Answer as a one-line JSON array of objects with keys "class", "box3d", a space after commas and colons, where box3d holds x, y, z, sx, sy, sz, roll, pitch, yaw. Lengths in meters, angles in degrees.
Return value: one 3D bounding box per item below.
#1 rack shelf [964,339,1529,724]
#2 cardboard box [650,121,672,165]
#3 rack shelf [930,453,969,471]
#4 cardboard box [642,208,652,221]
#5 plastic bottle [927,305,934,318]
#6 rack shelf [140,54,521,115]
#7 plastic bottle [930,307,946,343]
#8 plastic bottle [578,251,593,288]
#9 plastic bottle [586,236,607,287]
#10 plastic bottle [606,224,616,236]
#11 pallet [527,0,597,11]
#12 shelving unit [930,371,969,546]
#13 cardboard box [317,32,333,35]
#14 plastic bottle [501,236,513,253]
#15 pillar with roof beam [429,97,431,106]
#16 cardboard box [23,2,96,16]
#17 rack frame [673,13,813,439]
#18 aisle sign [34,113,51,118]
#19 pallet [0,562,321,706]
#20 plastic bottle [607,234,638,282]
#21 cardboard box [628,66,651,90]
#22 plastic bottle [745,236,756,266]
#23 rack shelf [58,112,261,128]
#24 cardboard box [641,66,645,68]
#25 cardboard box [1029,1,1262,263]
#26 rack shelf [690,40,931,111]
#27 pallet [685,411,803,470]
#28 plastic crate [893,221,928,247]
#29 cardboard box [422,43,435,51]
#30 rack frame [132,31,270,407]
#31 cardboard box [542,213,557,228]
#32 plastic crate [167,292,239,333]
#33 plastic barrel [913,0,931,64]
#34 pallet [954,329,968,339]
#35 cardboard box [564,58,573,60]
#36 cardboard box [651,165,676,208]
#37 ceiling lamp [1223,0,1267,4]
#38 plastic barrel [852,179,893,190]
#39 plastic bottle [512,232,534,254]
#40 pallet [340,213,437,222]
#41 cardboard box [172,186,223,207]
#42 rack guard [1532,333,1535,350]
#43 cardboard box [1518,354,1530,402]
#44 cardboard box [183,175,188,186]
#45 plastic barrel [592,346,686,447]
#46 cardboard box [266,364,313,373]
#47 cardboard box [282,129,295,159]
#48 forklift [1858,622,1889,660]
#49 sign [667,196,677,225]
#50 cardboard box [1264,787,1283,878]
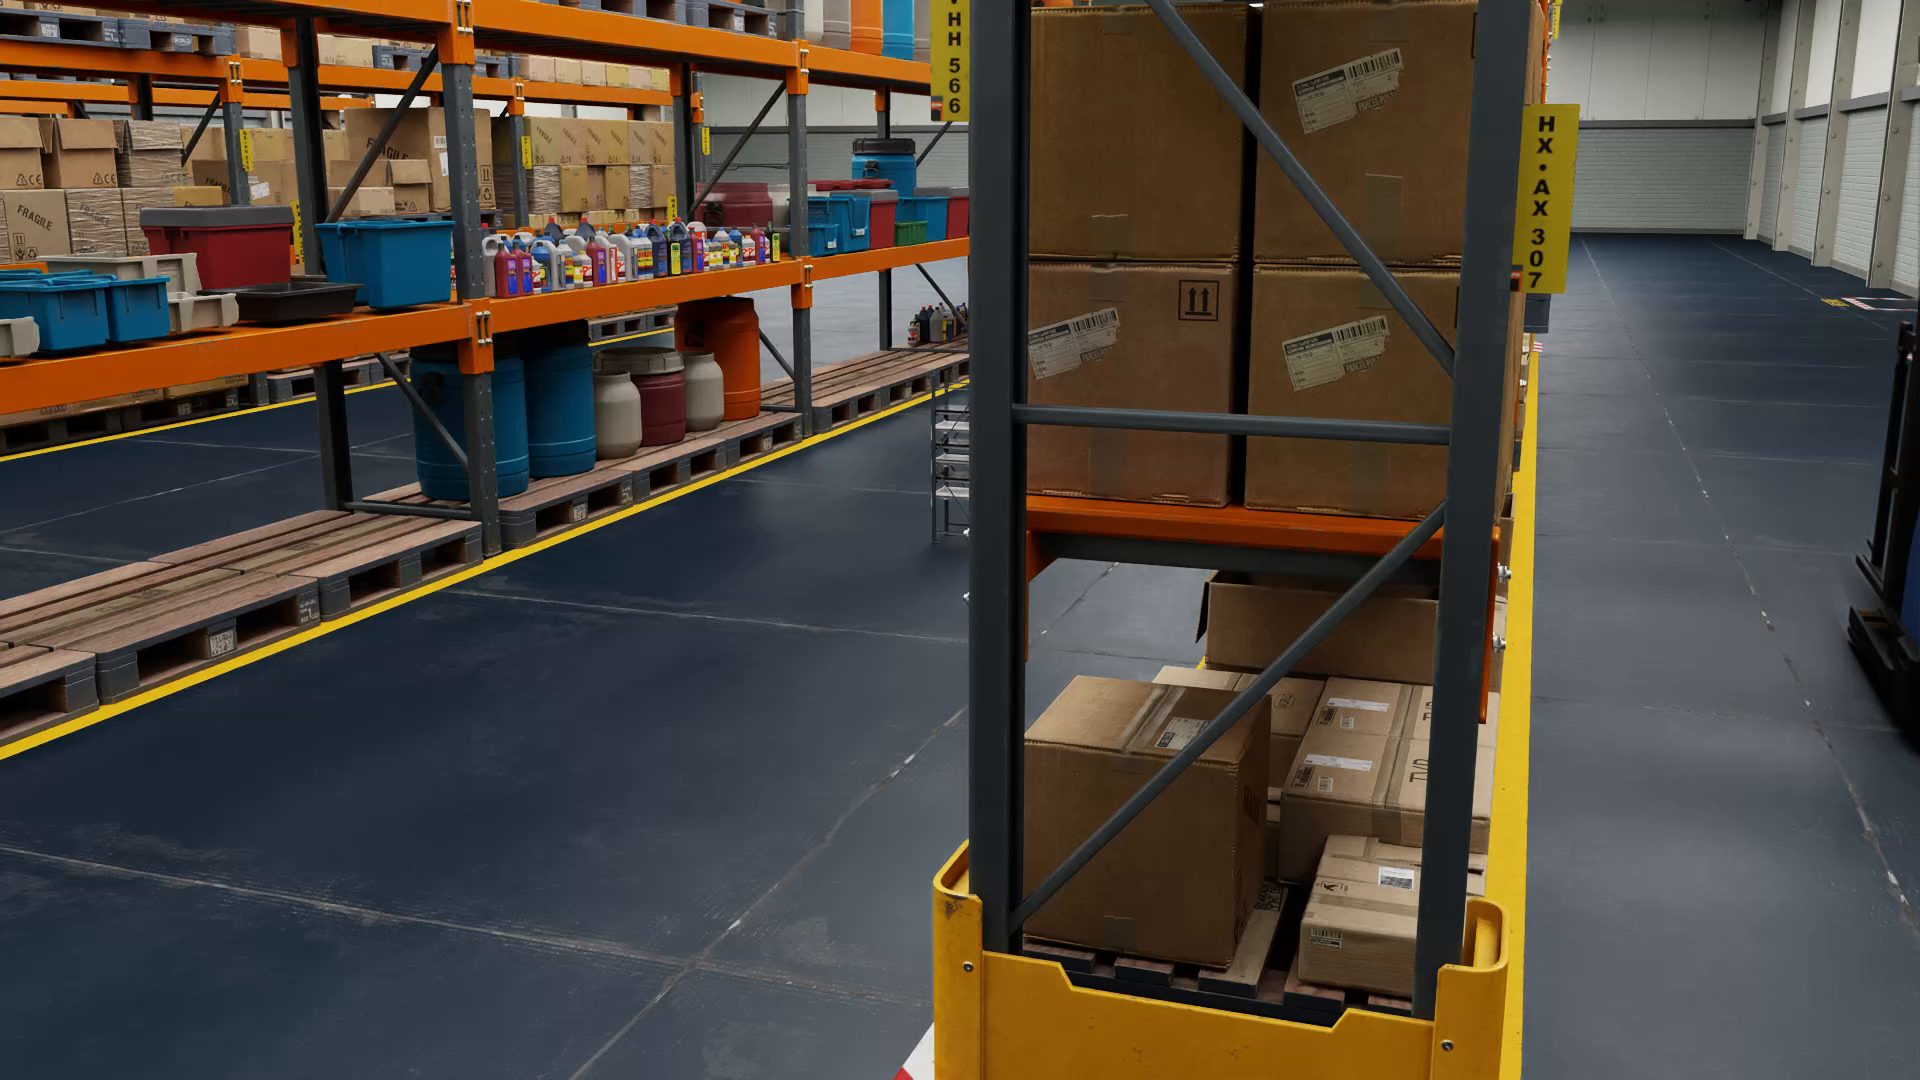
[{"class": "rack shelf", "box3d": [1.157, -0.285, 5.114, 1.077, 0.370, 4.000, 4, 14, 18]}, {"class": "cardboard box", "box3d": [-3.786, -4.740, 19.873, 0.500, 0.500, 0.500, 4, 14, 18]}, {"class": "rack shelf", "box3d": [-0.003, -0.405, 8.888, 0.258, 0.077, 0.200, 4, 14, 18]}, {"class": "cardboard box", "box3d": [-3.912, -3.890, 19.856, 0.380, 0.149, 0.250, 4, 14, 18]}, {"class": "plastic bottle", "box3d": [-0.296, -2.219, 16.932, 0.144, 0.351, 0.185, 4, 13, 16]}, {"class": "rack shelf", "box3d": [-5.627, -4.146, 15.288, 1.077, 0.370, 4.000, 4, 14, 18]}, {"class": "plastic bottle", "box3d": [-0.222, -2.168, 16.710, 0.144, 0.351, 0.185, 4, 14, 18]}, {"class": "plastic bottle", "box3d": [-2.127, -1.528, 9.389, 0.097, 0.201, 0.097, 0, 13, 0]}, {"class": "plastic bottle", "box3d": [-2.072, -1.591, 9.480, 0.061, 0.283, 0.133, 4, 14, 18]}, {"class": "plastic bottle", "box3d": [-2.345, -1.961, 11.101, 0.061, 0.283, 0.133, 4, 14, 18]}, {"class": "pallet", "box3d": [-2.721, -2.957, 8.886, 1.213, 0.211, 1.003, 4, 14, 18]}, {"class": "shelving unit", "box3d": [-0.003, -0.437, 8.880, 0.258, 0.900, 0.210, 4, 14, 18]}, {"class": "cardboard box", "box3d": [-5.711, -4.555, 14.115, 0.500, 0.500, 0.500, 4, 14, 19]}, {"class": "plastic bottle", "box3d": [-2.655, -1.636, 9.704, 0.097, 0.271, 0.097, 0, 13, 0]}, {"class": "pillar with roof beam", "box3d": [-8.941, -11.691, 39.986, 9.100, 9.000, 0.400, 4, 14, 18]}, {"class": "cardboard box", "box3d": [-6.600, -4.008, 11.896, 0.500, 0.500, 0.500, 5, 14, 21]}, {"class": "rack frame", "box3d": [-1.588, -2.257, 12.134, 1.000, 3.000, 0.127, 4, 14, 18]}, {"class": "aisle sign", "box3d": [-13.336, -6.314, 24.068, 0.394, 0.787, 0.004, 4, 14, 18]}, {"class": "pallet", "box3d": [-3.476, 0.360, 6.935, 1.003, 0.211, 1.213, 4, 14, 18]}, {"class": "plastic bottle", "box3d": [-1.997, -1.668, 9.833, 0.152, 0.276, 0.135, 4, 14, 18]}, {"class": "cardboard box", "box3d": [-3.934, -5.355, 19.303, 0.500, 0.250, 0.500, 5, 14, 20]}, {"class": "plastic bottle", "box3d": [-1.444, -1.972, 11.335, 0.097, 0.201, 0.097, 0, 13, 0]}, {"class": "rack shelf", "box3d": [-5.776, -5.373, 23.436, 26.242, 4.048, 19.147, 4, 14, 18]}, {"class": "cardboard box", "box3d": [-3.917, -5.591, 19.443, 0.380, 0.149, 0.250, 5, 14, 19]}, {"class": "cardboard box", "box3d": [0.393, -0.865, 3.564, 0.500, 0.500, 0.500, 4, 14, 18]}, {"class": "rack shelf", "box3d": [-0.941, -3.790, 13.726, 1.077, 0.370, 4.000, 4, 14, 18]}, {"class": "pallet", "box3d": [-1.803, -0.728, 11.704, 1.003, 0.211, 1.213, 4, 14, 18]}, {"class": "plastic crate", "box3d": [-0.590, -2.609, 14.152, 0.450, 0.188, 0.662, 4, 14, 18]}, {"class": "cardboard box", "box3d": [-5.190, -4.852, 16.122, 0.396, 0.266, 0.258, 5, 14, 20]}, {"class": "rack frame", "box3d": [-6.274, -2.613, 13.697, 1.000, 3.000, 0.127, 4, 14, 18]}, {"class": "cardboard box", "box3d": [-4.533, -3.408, 17.745, 0.380, 0.149, 0.250, 4, 14, 18]}, {"class": "plastic crate", "box3d": [-3.161, -0.927, 6.766, 0.293, 0.136, 0.466, 4, 14, 18]}, {"class": "plastic barrel", "box3d": [-0.464, -4.545, 14.294, 0.600, 0.901, 0.600, 0, 13, 0]}, {"class": "pallet", "box3d": [0.356, -2.136, 17.870, 1.003, 0.211, 1.213, 4, 14, 18]}, {"class": "cardboard box", "box3d": [-4.415, -5.257, 17.979, 0.380, 0.149, 0.250, 5, 14, 20]}, {"class": "cardboard box", "box3d": [-3.938, -4.264, 20.035, 0.875, 0.500, 0.500, 4, 14, 18]}, {"class": "ceiling lamp", "box3d": [7.784, -15.197, 42.139, 2.000, 3.144, 0.800, 4, 14, 18]}, {"class": "plastic barrel", "box3d": [-0.811, -2.980, 14.996, 0.433, 0.535, 0.433, 0, 13, 0]}, {"class": "plastic bottle", "box3d": [-2.660, -1.721, 10.064, 0.152, 0.276, 0.135, 4, 14, 18]}, {"class": "pallet", "box3d": [-5.673, -2.940, 15.557, 1.003, 0.211, 1.213, 4, 14, 18]}, {"class": "cardboard box", "box3d": [-6.200, -2.540, 13.152, 0.500, 0.500, 0.500, 5, 14, 20]}, {"class": "rack guard", "box3d": [5.694, -2.370, 18.249, 1.175, 0.500, 0.348, 4, 14, 18]}, {"class": "cardboard box", "box3d": [3.545, -1.126, 11.156, 0.500, 0.311, 0.500, 5, 14, 20]}, {"class": "cardboard box", "box3d": [-9.533, -3.986, 19.372, 0.875, 0.550, 0.550, 4, 14, 18]}, {"class": "plastic barrel", "box3d": [-2.095, -0.944, 10.858, 0.600, 0.588, 0.708, 4, 14, 18]}, {"class": "cardboard box", "box3d": [-6.077, -1.752, 14.550, 0.700, 0.500, 0.500, 4, 13, 15]}, {"class": "cardboard box", "box3d": [-8.904, -4.970, 21.257, 0.875, 0.550, 0.550, 4, 14, 18]}, {"class": "forklift", "box3d": [5.796, -1.162, 7.492, 3.258, 2.935, 6.519, 5, 14, 20]}, {"class": "sign", "box3d": [-2.111, -2.374, 12.283, 0.100, 0.325, 0.005, 4, 14, 18]}, {"class": "cardboard box", "box3d": [0.668, 0.741, 4.379, 0.380, 0.166, 0.250, 4, 14, 18]}]
